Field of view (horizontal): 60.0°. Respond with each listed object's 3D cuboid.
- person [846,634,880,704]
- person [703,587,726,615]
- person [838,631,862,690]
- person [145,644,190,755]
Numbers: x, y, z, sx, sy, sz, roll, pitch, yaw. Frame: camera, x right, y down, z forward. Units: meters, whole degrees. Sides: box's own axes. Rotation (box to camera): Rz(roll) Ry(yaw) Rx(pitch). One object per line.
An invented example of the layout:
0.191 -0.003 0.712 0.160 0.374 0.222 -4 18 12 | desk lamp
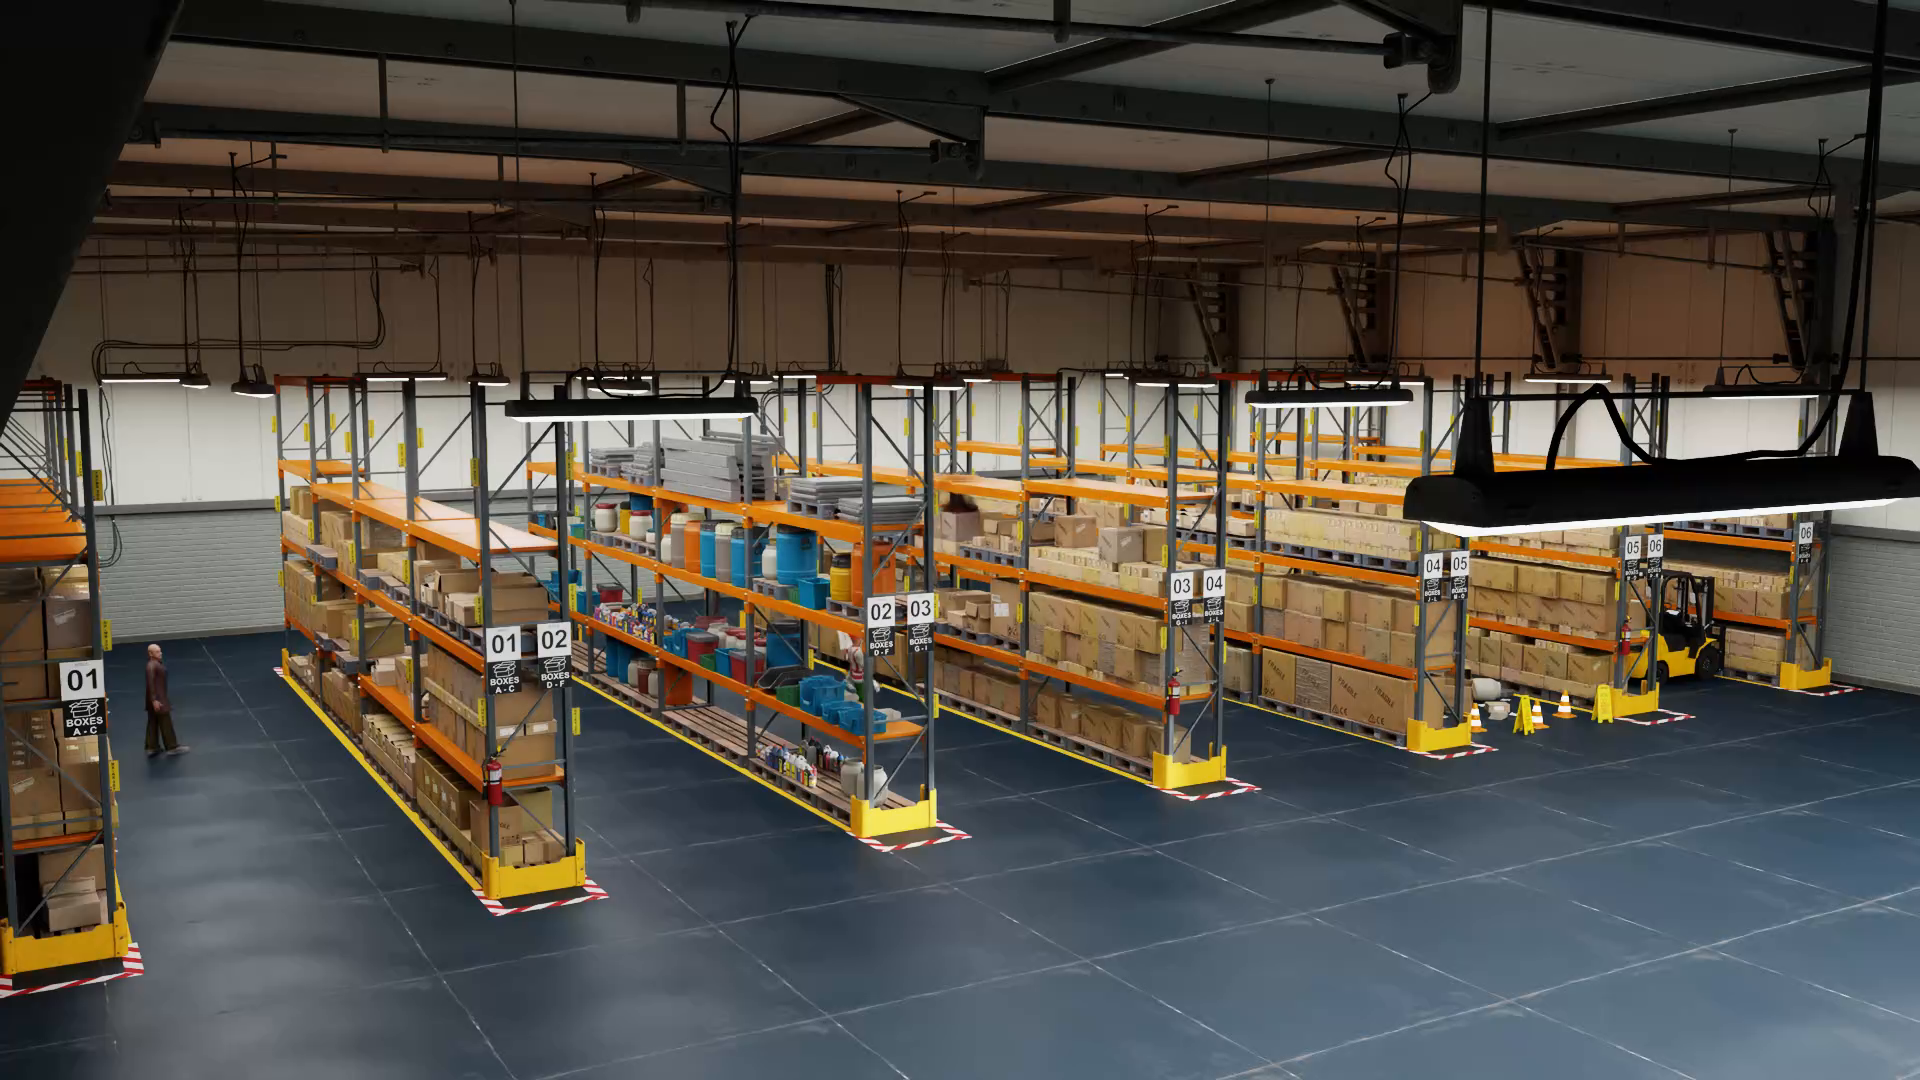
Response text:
-1.603 2.365 27.472 0.540 1.824 0.663 -1 6 -7 | person
-5.755 1.222 38.947 0.451 1.721 0.571 2 6 16 | person
-1.892 1.996 30.802 0.658 1.700 1.100 -4 7 -32 | person
-12.748 2.535 26.628 0.627 1.778 0.590 -4 8 -35 | person
